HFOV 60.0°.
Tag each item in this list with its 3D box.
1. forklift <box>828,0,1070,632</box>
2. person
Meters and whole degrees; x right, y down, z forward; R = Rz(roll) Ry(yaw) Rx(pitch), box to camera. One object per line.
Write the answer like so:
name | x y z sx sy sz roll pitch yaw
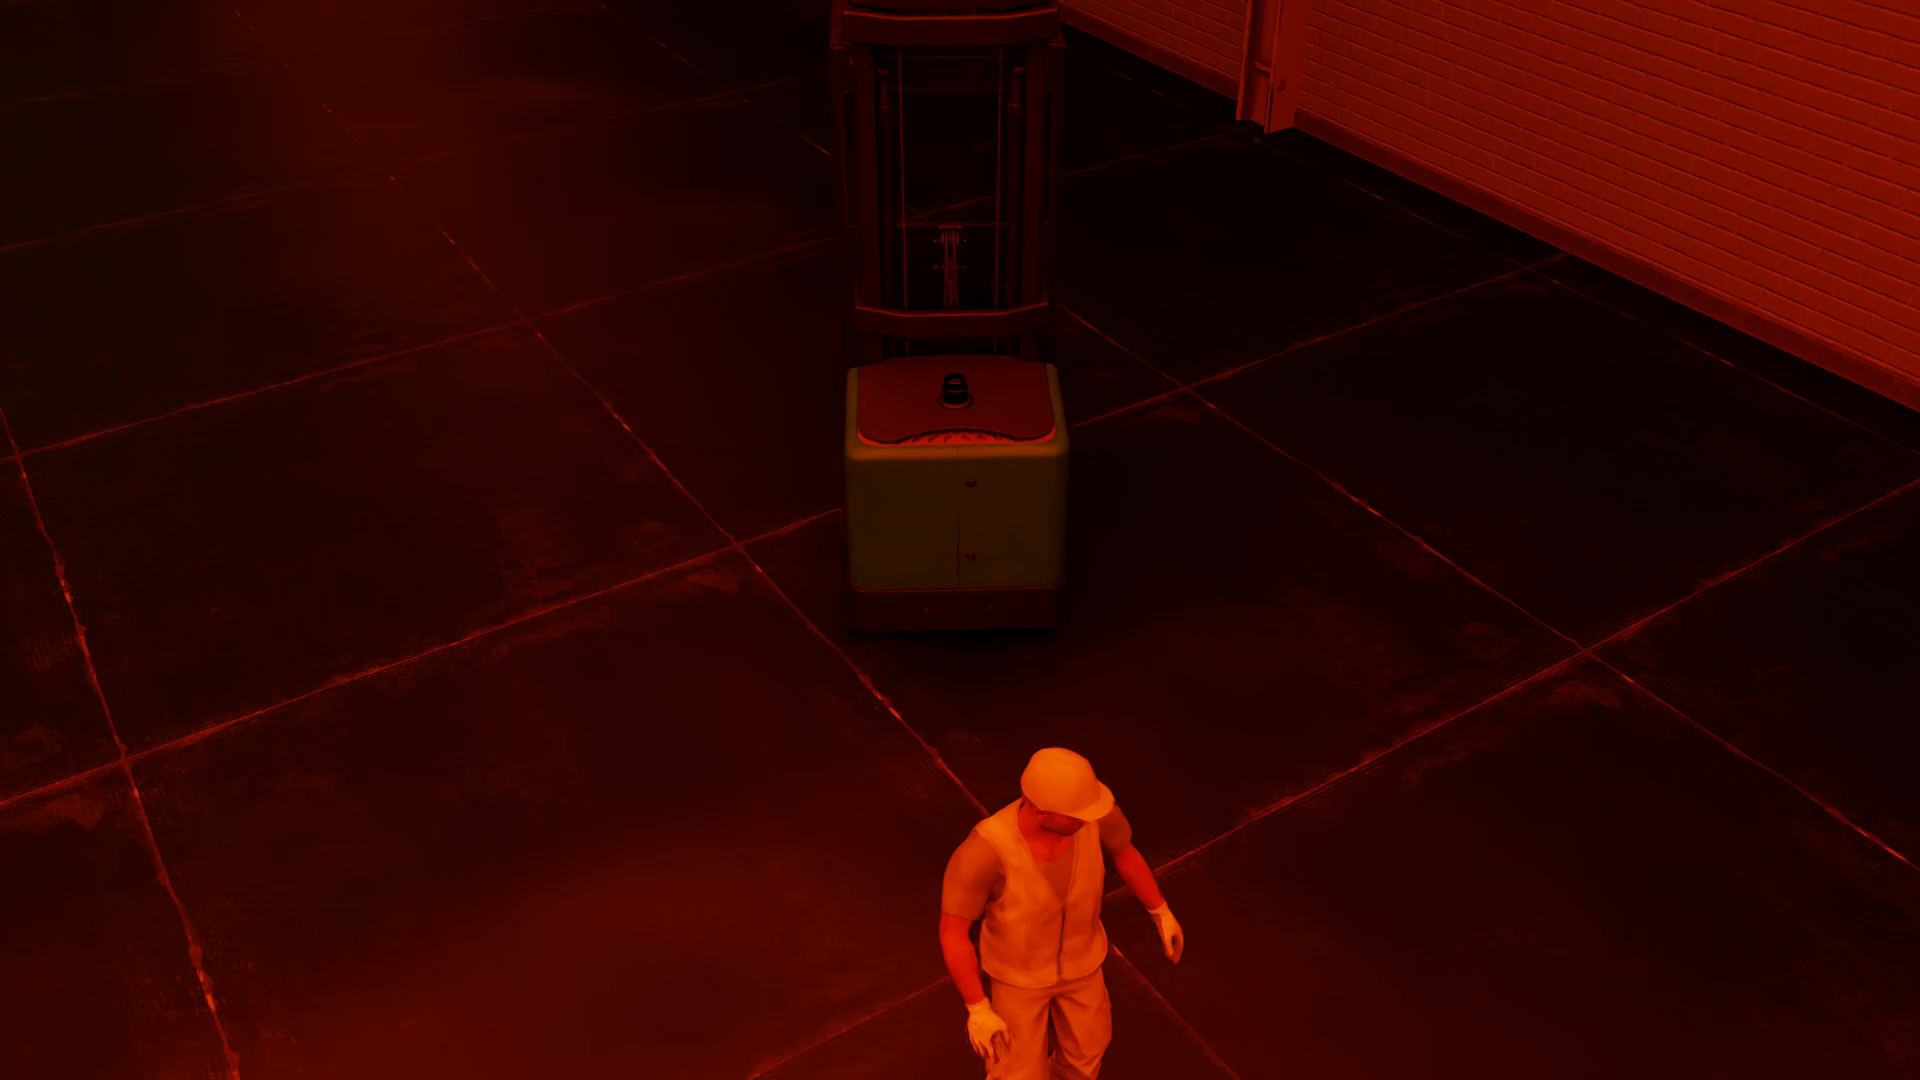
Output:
forklift | -0.069 -1.579 8.395 1.130 2.935 3.031 -1 35 -2
person | 0.332 1.355 5.250 0.806 1.759 0.480 -12 37 -16
